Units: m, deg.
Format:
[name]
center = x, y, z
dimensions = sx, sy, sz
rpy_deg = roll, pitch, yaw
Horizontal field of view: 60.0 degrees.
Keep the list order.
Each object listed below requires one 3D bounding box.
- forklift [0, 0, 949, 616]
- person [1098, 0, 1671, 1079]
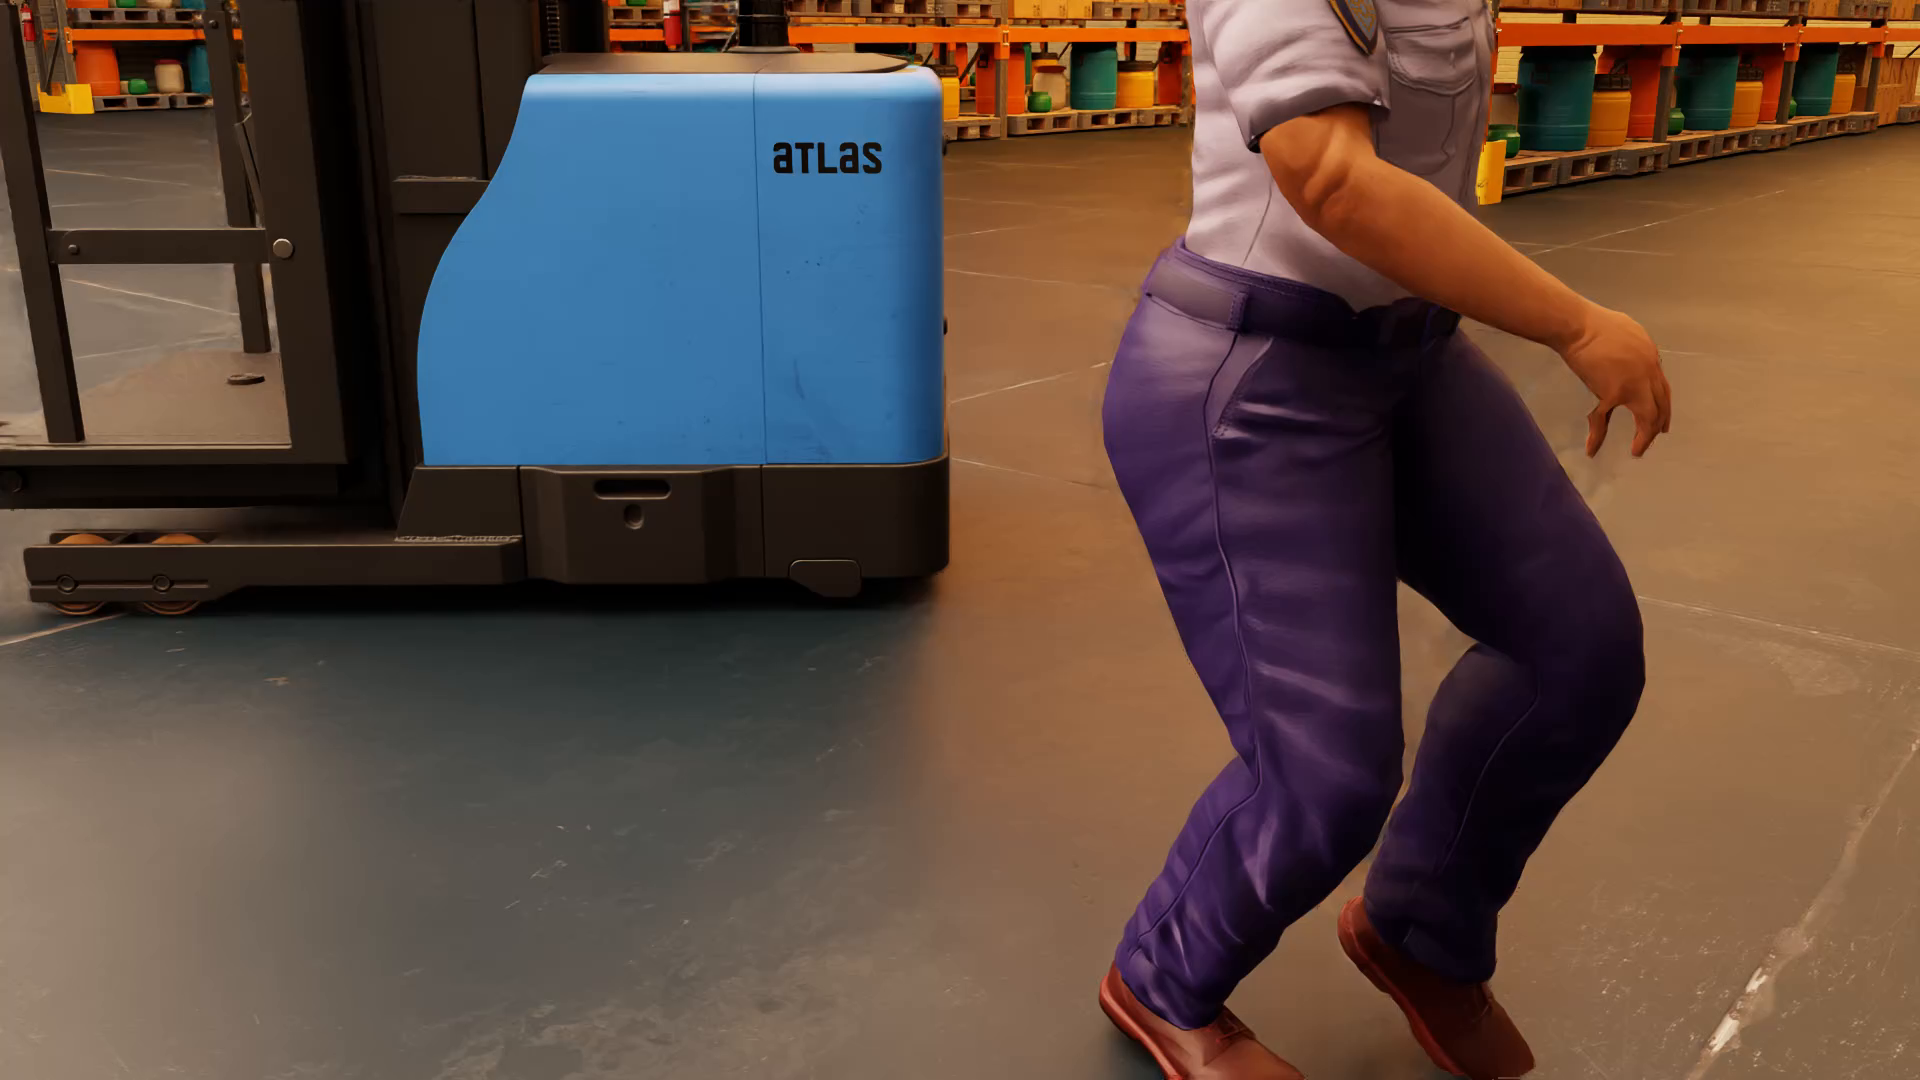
[forklift]
center = -1.544, -1.401, 3.512
dimensions = 3.031, 2.935, 1.130
rpy_deg = 0, 17, -1
[person]
center = 0.377, -0.128, 1.730
dimensions = 0.713, 1.633, 0.610
rpy_deg = 14, 22, 38
